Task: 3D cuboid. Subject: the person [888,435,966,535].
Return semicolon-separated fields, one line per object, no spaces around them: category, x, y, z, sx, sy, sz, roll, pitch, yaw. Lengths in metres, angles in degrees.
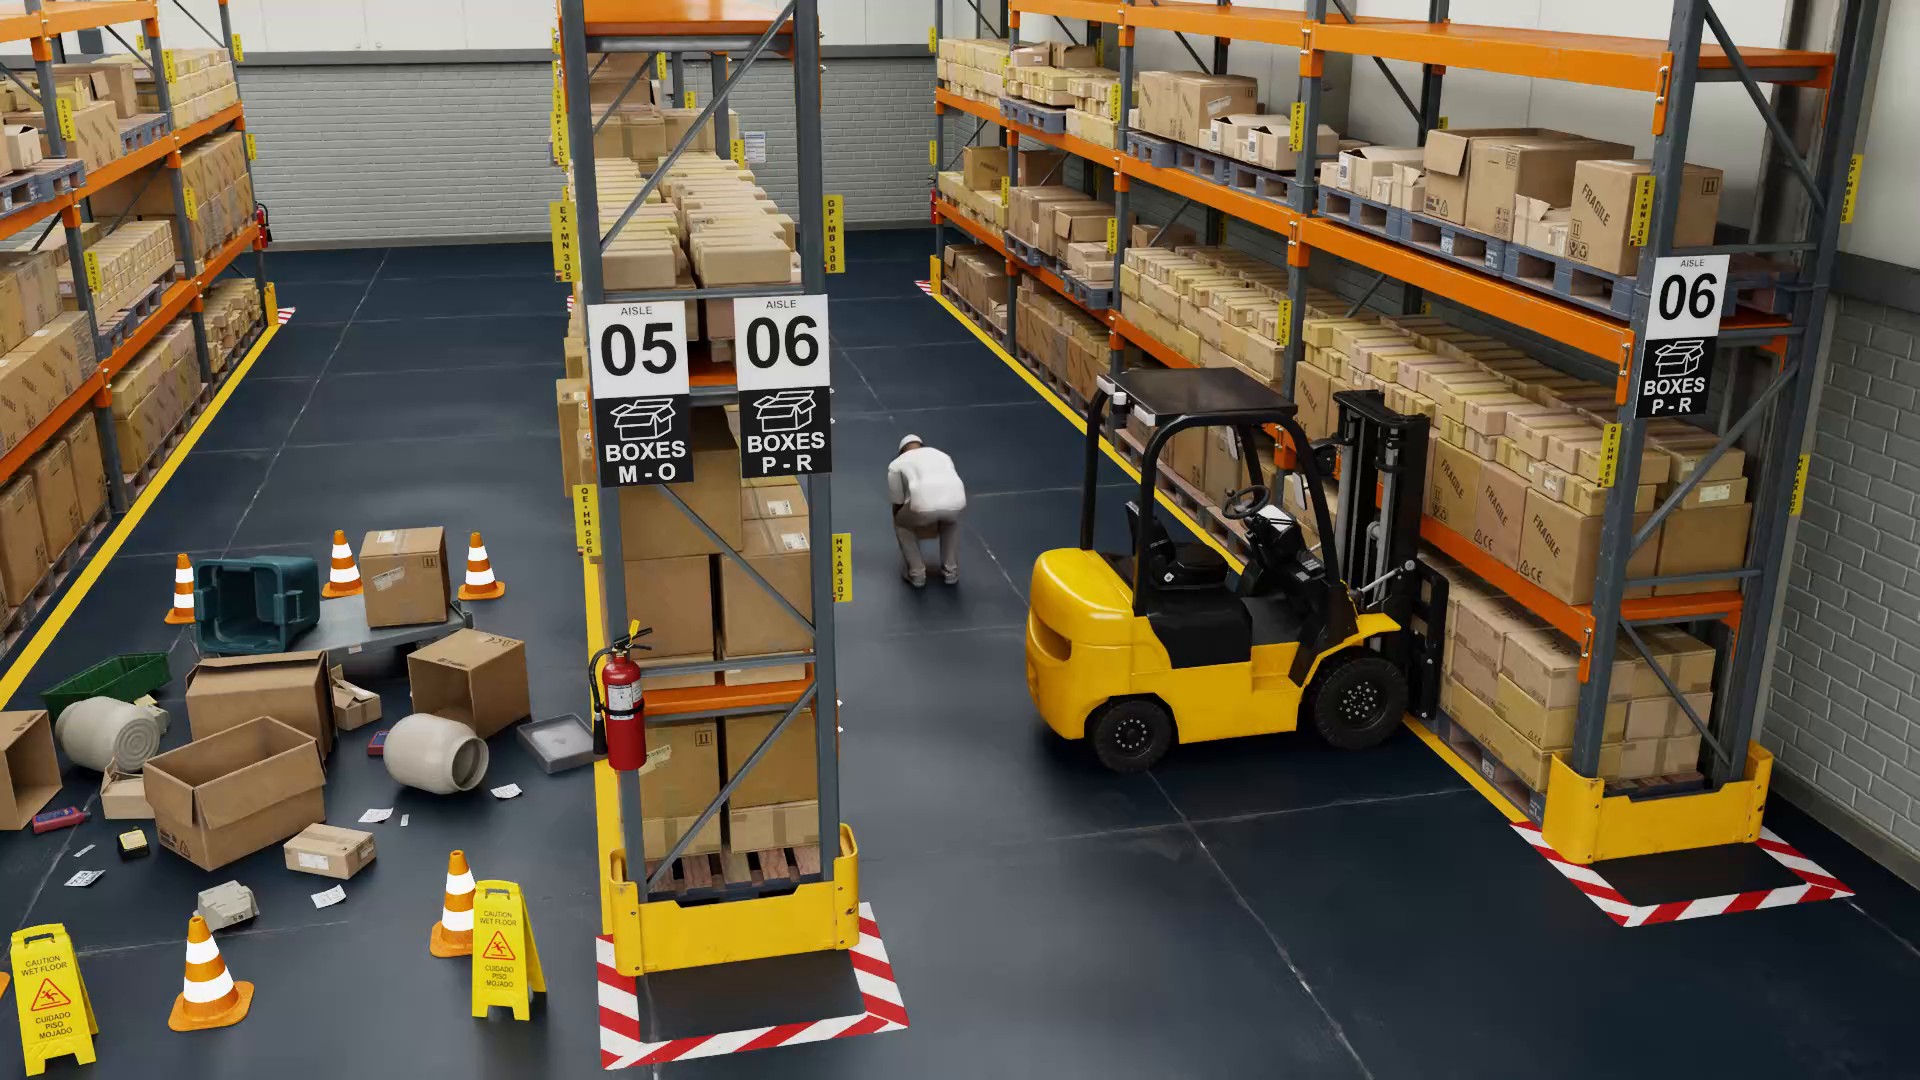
person;-0.277;-0.311;12.759;0.506;0.824;0.956;-5;20;-15
